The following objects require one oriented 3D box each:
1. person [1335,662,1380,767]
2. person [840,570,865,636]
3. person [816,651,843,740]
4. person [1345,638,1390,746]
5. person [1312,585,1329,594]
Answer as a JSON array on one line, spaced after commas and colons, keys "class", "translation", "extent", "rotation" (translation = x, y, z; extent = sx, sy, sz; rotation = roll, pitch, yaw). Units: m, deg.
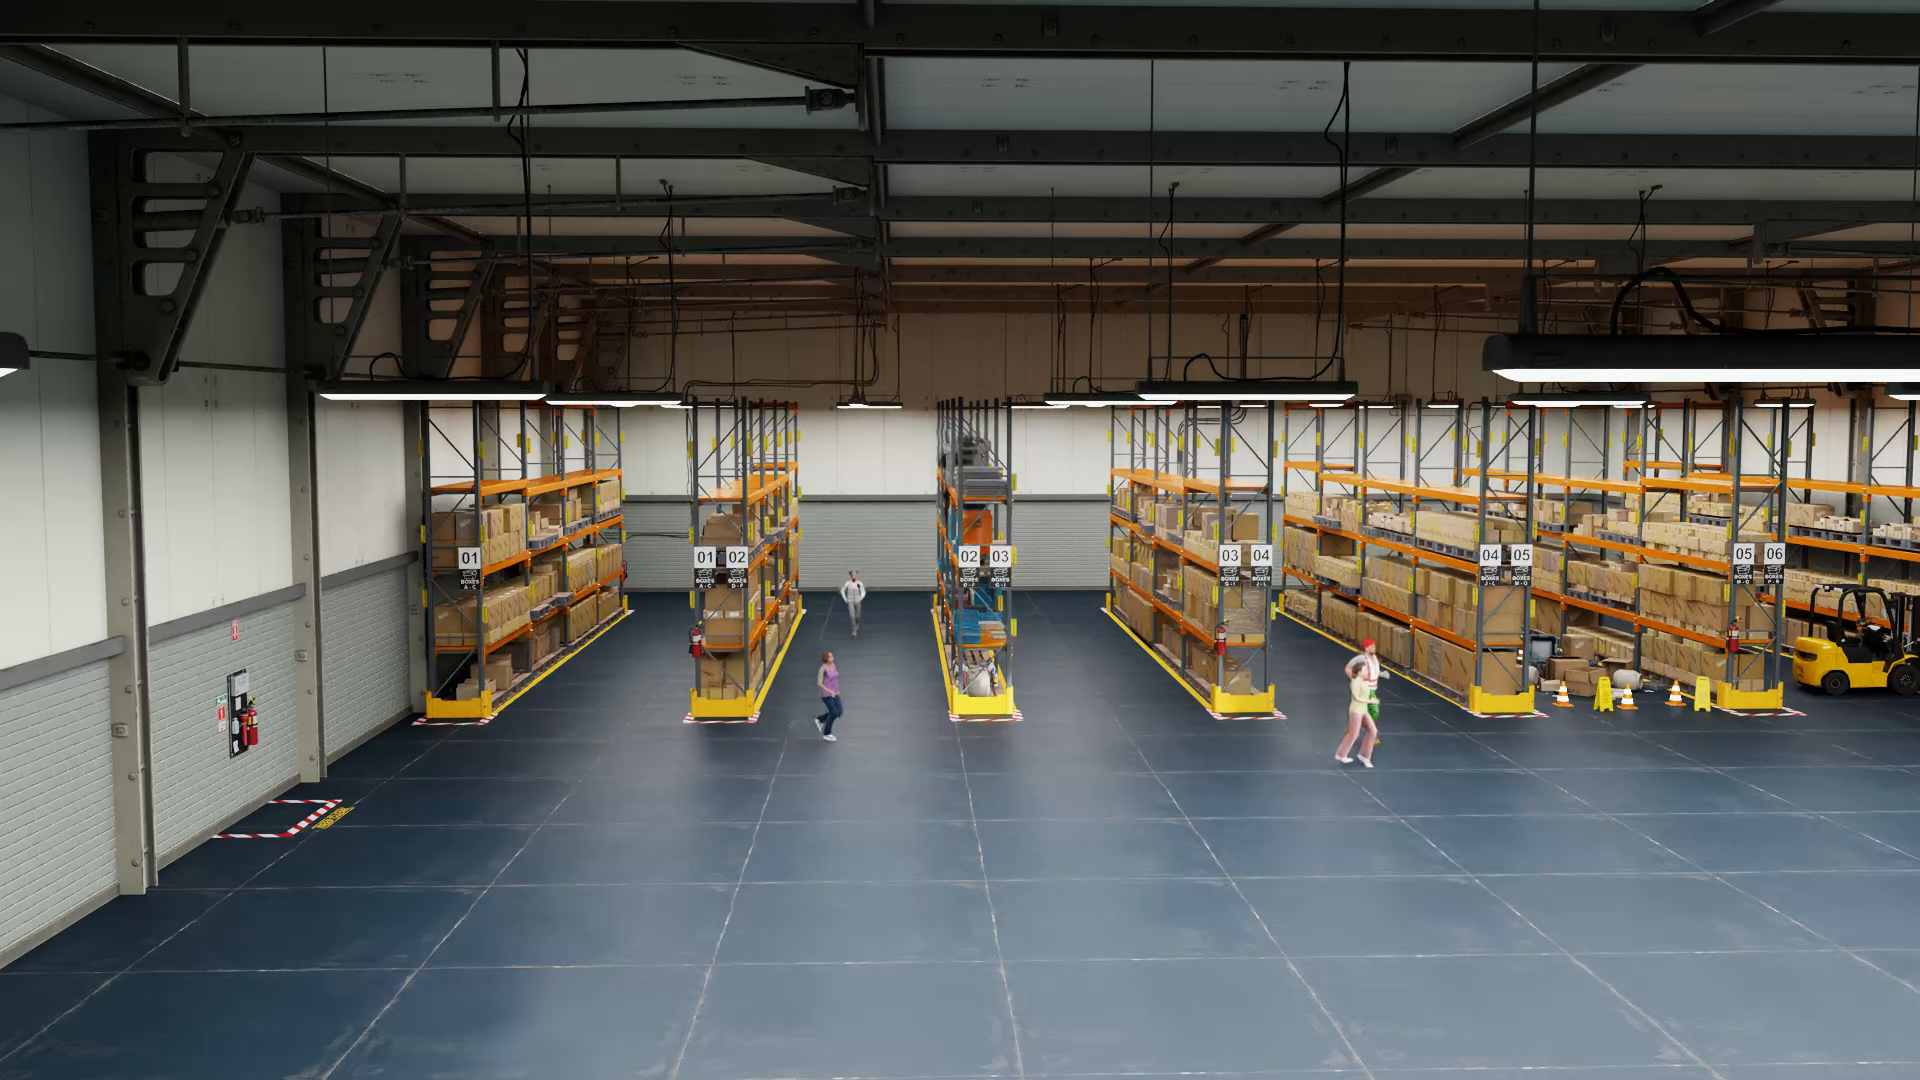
[{"class": "person", "translation": [6.428, 2.834, 26.852], "extent": [0.715, 1.737, 0.591], "rotation": [2, 5, 29]}, {"class": "person", "translation": [-2.748, 1.601, 42.724], "extent": [0.646, 1.666, 0.710], "rotation": [-1, 4, -10]}, {"class": "person", "translation": [-2.313, 2.711, 29.036], "extent": [0.496, 1.566, 0.541], "rotation": [2, 5, 27]}, {"class": "person", "translation": [7.032, 2.613, 28.780], "extent": [0.809, 1.841, 0.638], "rotation": [4, 6, 41]}, {"class": "person", "translation": [10.668, 1.099, 49.117], "extent": [0.667, 1.710, 0.584], "rotation": [0, 4, 1]}]
